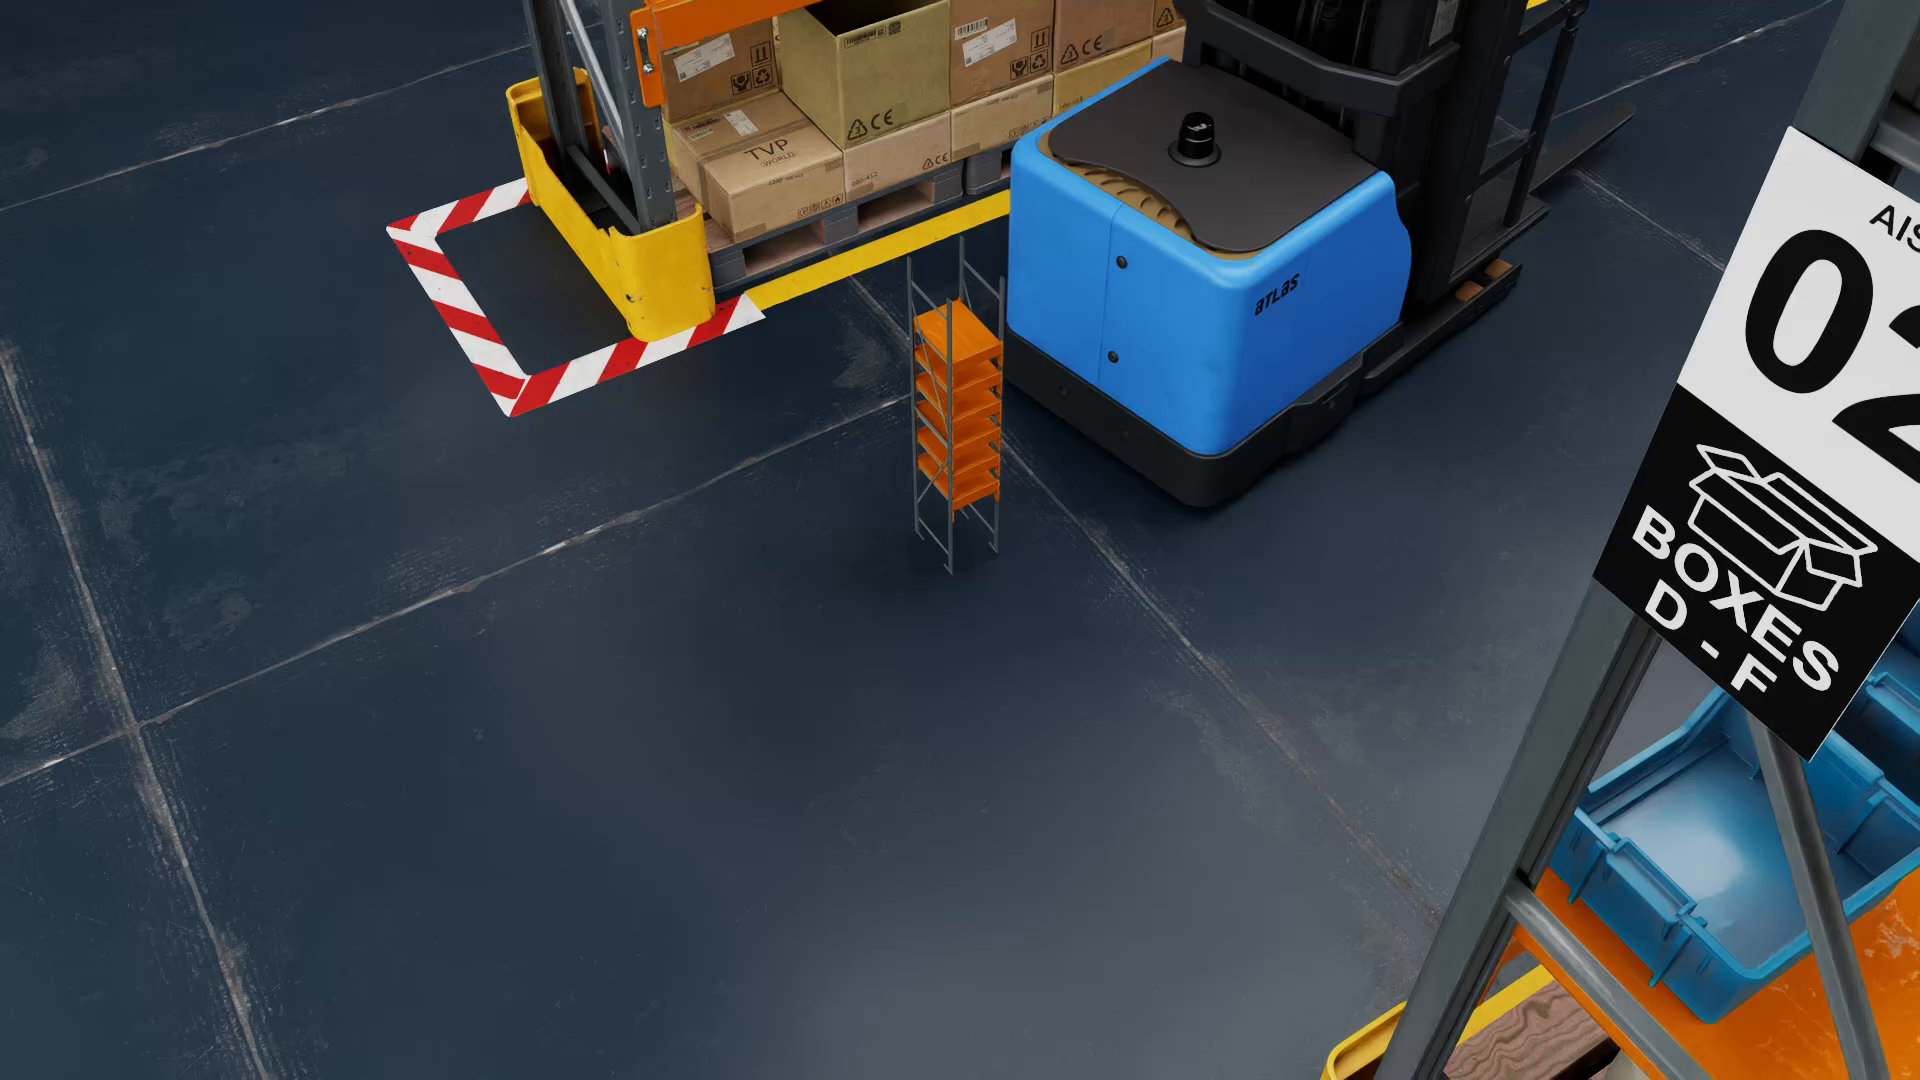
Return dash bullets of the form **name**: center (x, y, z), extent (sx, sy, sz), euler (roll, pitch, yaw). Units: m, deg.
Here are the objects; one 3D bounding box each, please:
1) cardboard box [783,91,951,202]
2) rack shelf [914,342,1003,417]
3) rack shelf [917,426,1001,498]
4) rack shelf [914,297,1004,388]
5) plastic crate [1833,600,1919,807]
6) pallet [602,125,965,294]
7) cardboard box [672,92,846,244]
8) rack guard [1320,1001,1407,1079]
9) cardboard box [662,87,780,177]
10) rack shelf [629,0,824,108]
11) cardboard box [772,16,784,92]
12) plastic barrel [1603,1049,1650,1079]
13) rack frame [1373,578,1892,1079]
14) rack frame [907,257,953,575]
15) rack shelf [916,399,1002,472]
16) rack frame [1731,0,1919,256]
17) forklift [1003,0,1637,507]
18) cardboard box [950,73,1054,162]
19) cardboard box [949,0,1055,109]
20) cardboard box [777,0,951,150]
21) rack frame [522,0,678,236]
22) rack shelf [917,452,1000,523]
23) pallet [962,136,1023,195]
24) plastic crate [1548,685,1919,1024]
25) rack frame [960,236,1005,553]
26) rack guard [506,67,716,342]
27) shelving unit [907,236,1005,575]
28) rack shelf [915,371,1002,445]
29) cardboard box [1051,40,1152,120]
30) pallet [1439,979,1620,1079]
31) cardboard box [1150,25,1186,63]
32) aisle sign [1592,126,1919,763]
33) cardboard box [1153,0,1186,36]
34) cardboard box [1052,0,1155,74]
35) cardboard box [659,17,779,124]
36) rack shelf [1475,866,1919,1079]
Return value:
- **cardboard box**: center (-0.379, -1.691, 6.807), extent (0.500, 0.250, 0.500), euler (-25, 53, -21)
- **rack shelf**: center (-0.012, -0.523, 5.151), extent (0.180, 0.103, 0.258), euler (-25, 53, -21)
- **rack shelf**: center (-0.012, -0.284, 5.420), extent (0.180, 0.103, 0.258), euler (-25, 53, -21)
- **rack shelf**: center (-0.012, -0.603, 5.061), extent (0.180, 0.103, 0.258), euler (-25, 53, -21)
- **plastic crate**: center (2.084, 0.345, 3.534), extent (0.408, 0.251, 0.499), euler (-25, 53, -21)
- **pallet**: center (-0.747, -1.595, 7.029), extent (1.213, 0.211, 1.003), euler (-25, 53, -21)
- **cardboard box**: center (-0.800, -1.489, 6.628), extent (0.500, 0.250, 0.500), euler (-25, 53, -21)
- **rack guard**: center (1.307, 1.711, 3.892), extent (0.348, 0.500, 1.175), euler (-25, 53, -21)
- **cardboard box**: center (-1.076, -1.816, 6.919), extent (0.500, 0.250, 0.500), euler (-25, 53, -21)
- **rack shelf**: center (0.320, -2.748, 6.671), extent (4.000, 0.370, 1.077), euler (-25, 53, -21)
- **cardboard box**: center (-0.659, -2.023, 7.103), extent (0.500, 0.250, 0.500), euler (-25, 53, -21)
- **plastic barrel**: center (1.784, 1.316, 3.954), extent (0.421, 0.512, 0.421), euler (0, 48, 0)
- **rack frame**: center (1.268, 0.939, 2.905), extent (0.127, 3.000, 1.000), euler (-25, 53, -21)
- **rack frame**: center (-0.090, -0.357, 5.264), extent (0.006, 1.200, 0.240), euler (-25, 53, -21)
- **rack shelf**: center (-0.012, -0.364, 5.330), extent (0.180, 0.103, 0.258), euler (-25, 53, -21)
- **rack frame**: center (1.268, -1.056, 0.665), extent (0.127, 3.000, 1.000), euler (-25, 53, -21)
- **forklift**: center (1.566, -2.072, 5.632), extent (3.031, 2.935, 1.130), euler (-36, 57, -27)
- **cardboard box**: center (0.044, -1.890, 6.984), extent (0.500, 0.250, 0.500), euler (-25, 53, -21)
- **cardboard box**: center (0.038, -2.146, 6.711), extent (0.500, 0.500, 0.500), euler (-25, 53, -21)
- **cardboard box**: center (-0.378, -1.939, 6.526), extent (0.500, 0.500, 0.500), euler (-25, 53, -21)
- **rack frame**: center (-1.372, -2.191, 5.692), extent (0.127, 3.000, 1.000), euler (-25, 53, -21)
- **rack shelf**: center (-0.012, -0.204, 5.509), extent (0.180, 0.103, 0.258), euler (-25, 53, -21)
- **pallet**: center (0.283, -2.078, 7.459), extent (1.213, 0.211, 1.003), euler (-25, 53, -21)
- **plastic crate**: center (1.532, 0.600, 3.306), extent (0.616, 0.251, 0.499), euler (-25, 53, -21)
- **rack frame**: center (0.065, -0.430, 5.329), extent (0.006, 1.200, 0.240), euler (-25, 53, -21)
- **rack guard**: center (-1.392, -1.350, 6.617), extent (0.348, 0.500, 1.175), euler (-25, 53, -21)
- **shelving unit**: center (-0.012, -0.393, 5.297), extent (0.189, 1.200, 0.258), euler (-25, 53, -21)
- **rack shelf**: center (-0.012, -0.444, 5.240), extent (0.180, 0.103, 0.258), euler (-25, 53, -21)
- **cardboard box**: center (0.470, -2.086, 7.159), extent (0.500, 0.250, 0.500), euler (-25, 53, -21)
- **pallet**: center (1.997, 1.486, 4.285), extent (1.213, 0.211, 1.003), euler (-25, 53, -21)
- **cardboard box**: center (0.892, -2.286, 7.337), extent (0.500, 0.250, 0.500), euler (-25, 53, -21)
- **aisle sign**: center (1.049, -0.084, 2.076), extent (0.004, 0.787, 0.394), euler (-25, 53, -21)
- **cardboard box**: center (0.886, -2.543, 7.064), extent (0.500, 0.500, 0.500), euler (-25, 53, -21)
- **cardboard box**: center (0.471, -2.335, 6.878), extent (0.500, 0.500, 0.500), euler (-25, 53, -21)
- **cardboard box**: center (-1.077, -2.067, 6.640), extent (0.500, 0.500, 0.500), euler (-25, 53, -21)
- **rack shelf**: center (2.960, 0.382, 3.883), extent (4.000, 0.370, 1.077), euler (-25, 53, -21)
